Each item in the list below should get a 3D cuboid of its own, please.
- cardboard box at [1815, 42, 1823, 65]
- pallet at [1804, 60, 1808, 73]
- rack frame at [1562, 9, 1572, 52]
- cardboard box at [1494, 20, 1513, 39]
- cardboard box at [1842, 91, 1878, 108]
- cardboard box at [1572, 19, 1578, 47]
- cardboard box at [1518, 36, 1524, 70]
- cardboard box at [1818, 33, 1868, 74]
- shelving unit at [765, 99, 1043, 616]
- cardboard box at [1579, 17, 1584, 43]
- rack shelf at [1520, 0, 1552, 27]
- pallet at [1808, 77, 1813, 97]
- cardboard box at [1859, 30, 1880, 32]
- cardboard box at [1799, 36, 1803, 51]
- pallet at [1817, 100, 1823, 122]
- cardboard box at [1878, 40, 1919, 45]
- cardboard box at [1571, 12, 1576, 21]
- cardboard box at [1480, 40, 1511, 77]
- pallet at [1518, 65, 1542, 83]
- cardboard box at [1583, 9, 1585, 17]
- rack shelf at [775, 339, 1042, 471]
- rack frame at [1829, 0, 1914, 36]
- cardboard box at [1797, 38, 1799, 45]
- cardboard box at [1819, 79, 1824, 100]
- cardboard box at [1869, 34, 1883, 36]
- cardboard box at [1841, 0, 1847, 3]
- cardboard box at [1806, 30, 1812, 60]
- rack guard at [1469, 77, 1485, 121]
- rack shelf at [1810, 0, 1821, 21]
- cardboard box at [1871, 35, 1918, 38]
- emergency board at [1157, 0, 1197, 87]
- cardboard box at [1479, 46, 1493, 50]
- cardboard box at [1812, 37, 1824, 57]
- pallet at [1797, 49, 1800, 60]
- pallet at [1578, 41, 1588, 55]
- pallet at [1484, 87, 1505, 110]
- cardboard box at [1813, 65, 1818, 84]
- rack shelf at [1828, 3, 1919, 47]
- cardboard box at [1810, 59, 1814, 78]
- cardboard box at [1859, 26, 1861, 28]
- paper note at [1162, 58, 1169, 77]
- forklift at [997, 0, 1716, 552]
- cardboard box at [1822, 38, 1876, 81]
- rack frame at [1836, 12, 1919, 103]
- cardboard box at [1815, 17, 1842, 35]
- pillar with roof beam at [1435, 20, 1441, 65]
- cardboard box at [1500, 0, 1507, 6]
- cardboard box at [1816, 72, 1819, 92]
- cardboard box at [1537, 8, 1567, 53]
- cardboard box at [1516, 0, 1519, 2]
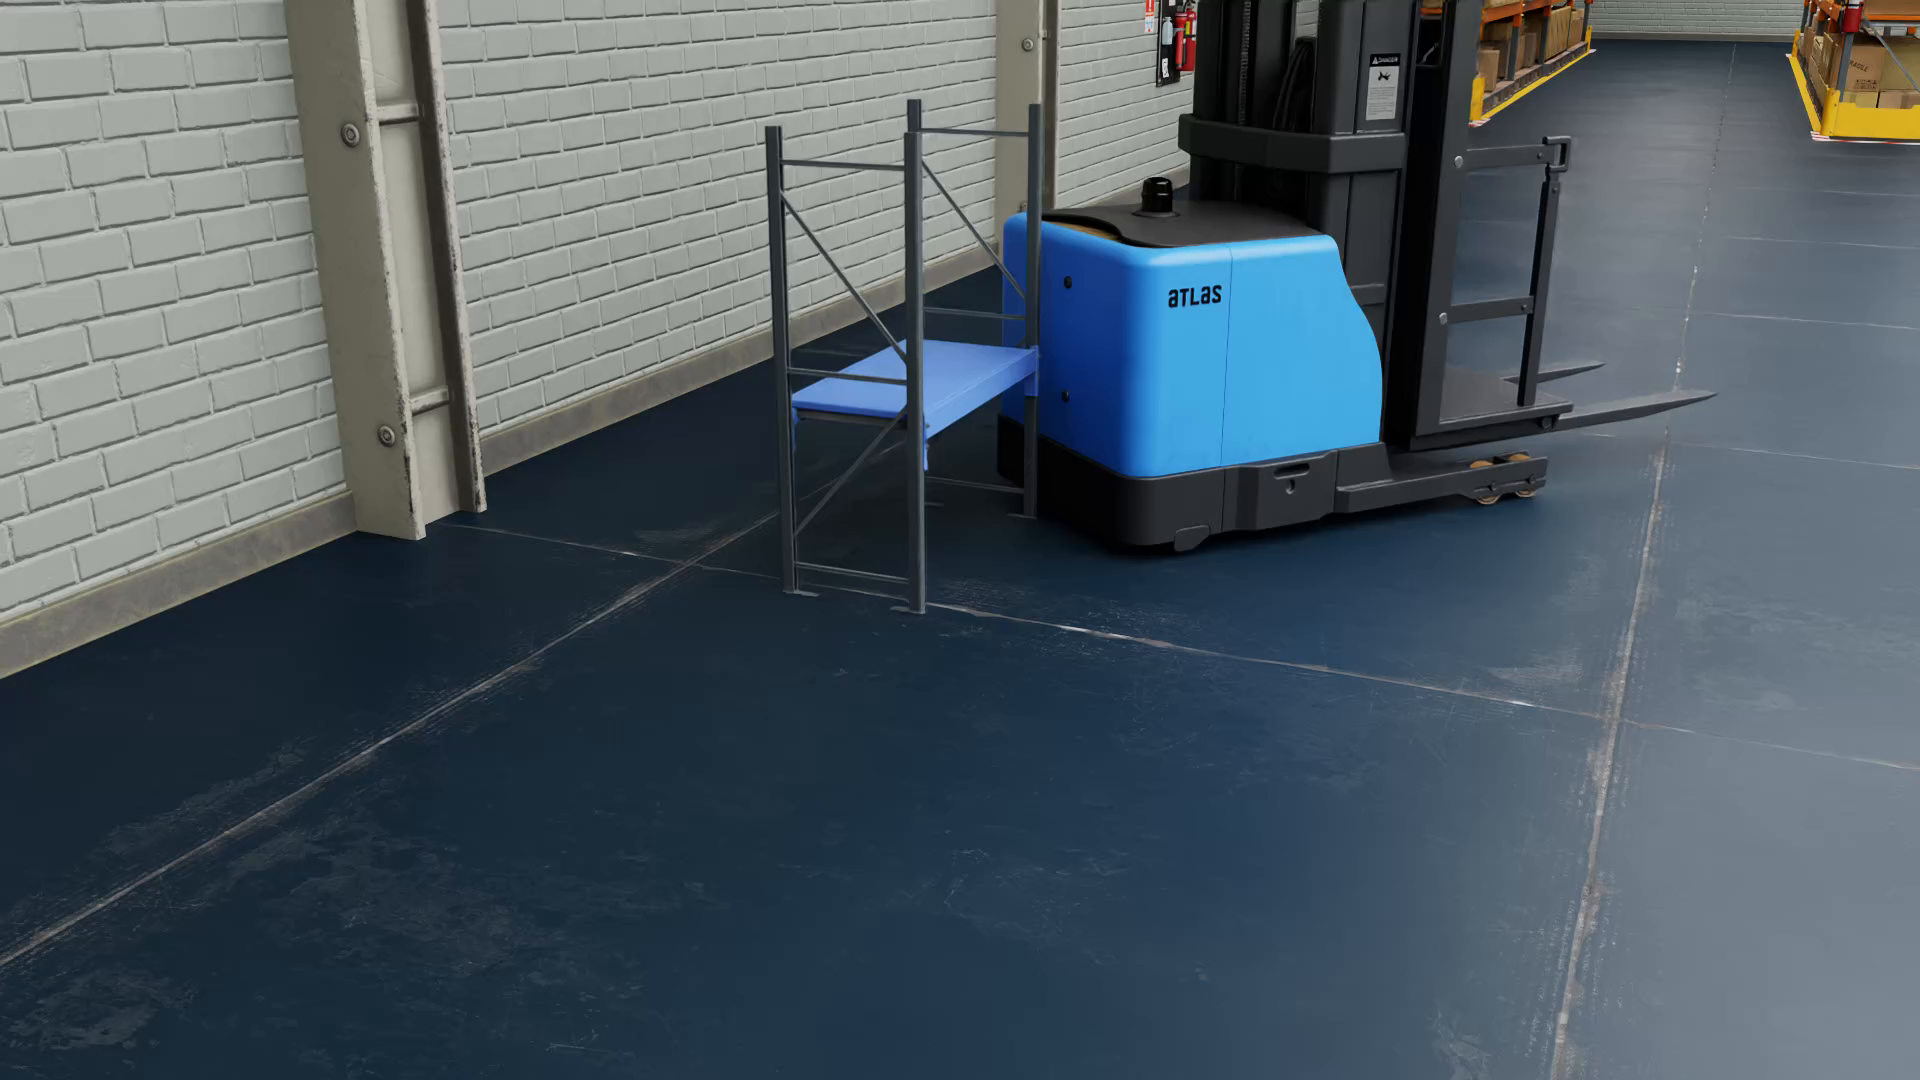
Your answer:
[{"bbox_3d":[12.340,-6.849,23.391,0.500,0.311,0.500,8,21,23],"label":"cardboard box"},{"bbox_3d":[15.000,-8.085,28.388,1.003,0.211,1.213,9,21,23],"label":"pallet"},{"bbox_3d":[10.777,-10.331,30.543,1.000,3.000,0.127,9,21,23],"label":"rack frame"},{"bbox_3d":[8.175,-7.791,25.354,0.500,0.250,0.500,8,21,21],"label":"cardboard box"},{"bbox_3d":[10.334,-5.091,19.285,0.500,0.250,0.500,9,21,23],"label":"cardboard box"},{"bbox_3d":[11.598,-9.876,32.366,0.700,0.500,0.500,9,22,24],"label":"cardboard box"},{"bbox_3d":[8.398,-7.614,25.975,0.700,0.500,0.500,8,21,22],"label":"cardboard box"},{"bbox_3d":[11.547,-6.364,21.745,0.500,0.500,0.500,9,21,23],"label":"cardboard box"},{"bbox_3d":[-0.149,-0.658,5.581,0.538,1.500,1.048,8,21,22],"label":"shelving unit"},{"bbox_3d":[12.220,-10.347,33.690,0.700,0.500,0.500,9,21,23],"label":"cardboard box"},{"bbox_3d":[8.320,-8.158,25.506,1.077,0.370,4.000,9,21,23],"label":"rack shelf"},{"bbox_3d":[12.787,-6.498,23.926,1.003,0.211,1.213,9,21,23],"label":"pallet"},{"bbox_3d":[14.942,-8.189,27.593,0.500,0.500,0.500,9,21,23],"label":"cardboard box"},{"bbox_3d":[15.580,-9.036,30.256,0.500,0.311,0.500,9,21,23],"label":"cardboard box"},{"bbox_3d":[11.160,-5.282,20.506,1.003,0.211,1.213,9,21,23],"label":"pallet"},{"bbox_3d":[11.203,-5.681,19.825,0.500,0.500,0.500,9,21,23],"label":"cardboard box"},{"bbox_3d":[11.484,-9.951,31.610,0.380,0.149,0.250,9,22,25],"label":"cardboard box"},{"bbox_3d":[7.788,-7.143,24.651,0.700,0.500,0.500,9,22,25],"label":"cardboard box"},{"bbox_3d":[8.818,-7.556,26.901,1.003,0.211,1.213,9,21,23],"label":"pallet"},{"bbox_3d":[12.334,-10.588,33.400,0.380,0.149,0.250,8,21,22],"label":"cardboard box"},{"bbox_3d":[-0.149,-0.489,5.641,0.538,0.185,1.000,8,21,22],"label":"rack shelf"},{"bbox_3d":[12.022,-7.207,21.758,1.000,3.000,0.127,9,21,23],"label":"rack frame"},{"bbox_3d":[16.349,-9.591,32.032,0.380,0.166,0.250,9,21,23],"label":"cardboard box"},{"bbox_3d":[10.938,-5.552,20.579,0.500,0.250,0.500,9,21,23],"label":"cardboard box"},{"bbox_3d":[14.317,-7.720,26.275,0.500,0.500,0.500,8,21,21],"label":"cardboard box"},{"bbox_3d":[12.215,-7.438,22.608,0.396,0.266,0.258,8,21,21],"label":"cardboard box"},{"bbox_3d":[14.458,-8.252,27.769,0.500,0.500,0.500,9,21,23],"label":"cardboard box"},{"bbox_3d":[5.895,-5.509,20.712,1.175,0.500,0.348,9,21,23],"label":"rack guard"},{"bbox_3d":[14.479,-8.703,27.036,1.077,0.370,4.000,9,21,23],"label":"rack shelf"},{"bbox_3d":[11.816,-6.140,21.115,0.500,0.500,0.500,9,21,23],"label":"cardboard box"},{"bbox_3d":[1.857,-4.411,13.897,0.194,1.169,0.643,9,21,23],"label":"emergency board"},{"bbox_3d":[7.113,-6.593,23.104,0.500,0.500,0.500,7,21,19],"label":"cardboard box"},{"bbox_3d":[12.970,-7.315,24.701,0.500,0.311,0.500,8,21,21],"label":"cardboard box"},{"bbox_3d":[16.579,-9.295,31.790,1.003,0.211,1.213,9,21,23],"label":"pallet"},{"bbox_3d":[12.159,-9.985,33.731,1.003,0.211,1.213,9,21,23],"label":"pallet"},{"bbox_3d":[6.760,-5.988,22.490,1.003,0.211,1.213,9,21,23],"label":"pallet"},{"bbox_3d":[12.136,-6.431,23.051,0.500,0.250,0.500,8,21,22],"label":"cardboard box"},{"bbox_3d":[11.203,-6.257,20.160,1.077,0.370,4.000,9,21,23],"label":"rack shelf"},{"bbox_3d":[12.765,-6.899,24.369,0.500,0.250,0.500,8,21,21],"label":"cardboard box"},{"bbox_3d":[16.938,-9.705,31.856,0.500,0.500,0.500,9,21,23],"label":"cardboard box"},{"bbox_3d":[1.722,-3.952,13.919,0.016,0.148,0.142,9,21,23],"label":"paper note"},{"bbox_3d":[1.699,-1.664,6.273,3.031,2.935,1.130,-9,22,-25],"label":"forklift"},{"bbox_3d":[10.934,-5.905,20.455,0.500,0.500,0.500,9,21,23],"label":"cardboard box"},{"bbox_3d":[10.384,-5.985,18.320,1.000,3.000,0.127,9,21,23],"label":"rack frame"},{"bbox_3d":[13.848,-8.149,26.361,0.500,0.250,0.500,9,22,25],"label":"cardboard box"},{"bbox_3d":[11.745,-11.066,23.655,9.100,9.000,0.400,9,21,23],"label":"pillar with roof beam"},{"bbox_3d":[6.767,-7.023,21.434,0.500,0.250,0.500,8,21,22],"label":"cardboard box"},{"bbox_3d":[11.556,-6.010,21.867,0.500,0.250,0.500,9,21,23],"label":"cardboard box"},{"bbox_3d":[10.269,-9.028,29.459,0.750,0.750,0.750,9,22,24],"label":"cardboard box"},{"bbox_3d":[7.372,-7.487,22.739,0.500,0.250,0.500,9,21,23],"label":"cardboard box"}]
